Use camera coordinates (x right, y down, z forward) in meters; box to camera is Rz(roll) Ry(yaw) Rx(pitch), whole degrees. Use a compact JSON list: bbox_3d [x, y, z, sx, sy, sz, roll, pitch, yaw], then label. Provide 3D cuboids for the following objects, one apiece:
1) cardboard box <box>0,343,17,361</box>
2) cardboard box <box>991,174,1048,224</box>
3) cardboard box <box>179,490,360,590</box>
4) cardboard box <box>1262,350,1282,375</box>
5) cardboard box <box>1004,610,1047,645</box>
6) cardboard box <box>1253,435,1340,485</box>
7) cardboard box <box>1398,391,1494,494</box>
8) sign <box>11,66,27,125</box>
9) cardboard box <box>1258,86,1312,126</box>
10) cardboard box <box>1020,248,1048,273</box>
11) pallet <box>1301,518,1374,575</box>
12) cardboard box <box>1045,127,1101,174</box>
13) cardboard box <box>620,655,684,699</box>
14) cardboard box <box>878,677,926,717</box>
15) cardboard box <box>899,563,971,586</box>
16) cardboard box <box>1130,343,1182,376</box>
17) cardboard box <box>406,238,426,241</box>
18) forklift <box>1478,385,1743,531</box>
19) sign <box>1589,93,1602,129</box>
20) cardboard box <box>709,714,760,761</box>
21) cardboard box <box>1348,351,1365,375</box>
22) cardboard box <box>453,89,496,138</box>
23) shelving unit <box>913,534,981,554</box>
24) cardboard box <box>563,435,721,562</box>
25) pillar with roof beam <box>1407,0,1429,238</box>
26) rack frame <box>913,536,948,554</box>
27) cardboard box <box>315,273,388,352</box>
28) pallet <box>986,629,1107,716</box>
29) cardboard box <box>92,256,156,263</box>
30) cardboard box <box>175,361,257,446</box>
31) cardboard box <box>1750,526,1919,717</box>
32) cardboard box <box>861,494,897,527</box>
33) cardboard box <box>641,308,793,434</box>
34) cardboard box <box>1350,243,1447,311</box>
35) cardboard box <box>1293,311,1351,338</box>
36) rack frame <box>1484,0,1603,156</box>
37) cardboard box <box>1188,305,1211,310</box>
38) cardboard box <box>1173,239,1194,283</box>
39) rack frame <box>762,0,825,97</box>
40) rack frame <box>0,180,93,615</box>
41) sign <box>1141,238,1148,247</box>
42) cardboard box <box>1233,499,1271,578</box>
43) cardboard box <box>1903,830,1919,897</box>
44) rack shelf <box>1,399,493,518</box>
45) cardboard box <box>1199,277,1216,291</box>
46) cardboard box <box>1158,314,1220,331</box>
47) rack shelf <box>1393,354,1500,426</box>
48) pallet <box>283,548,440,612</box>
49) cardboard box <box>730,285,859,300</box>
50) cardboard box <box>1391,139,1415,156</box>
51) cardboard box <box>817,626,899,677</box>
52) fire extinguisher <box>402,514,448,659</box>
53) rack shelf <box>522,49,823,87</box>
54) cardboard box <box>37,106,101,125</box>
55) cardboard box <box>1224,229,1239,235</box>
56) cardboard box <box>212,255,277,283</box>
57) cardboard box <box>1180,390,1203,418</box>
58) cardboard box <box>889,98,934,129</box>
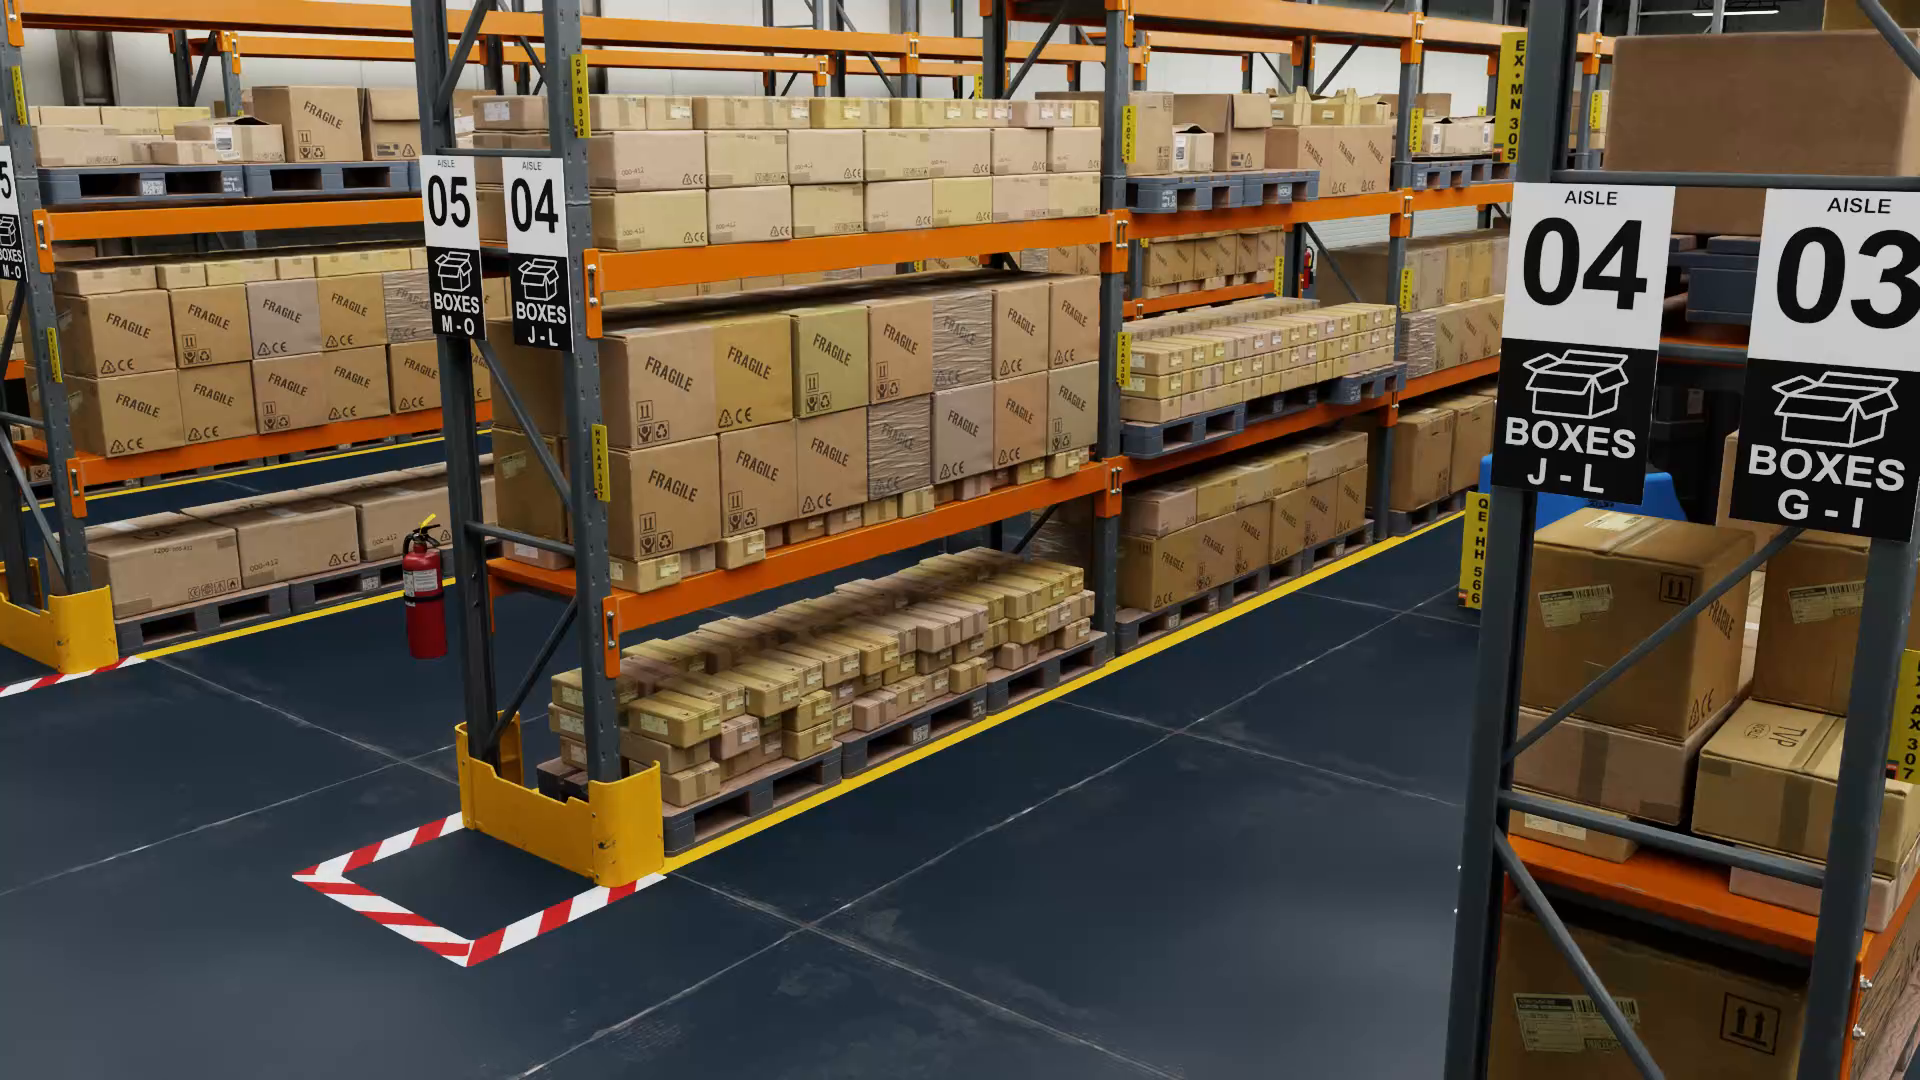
[{"bbox_3d":[-8.459,-1.644,14.513,0.380,0.149,0.250,11,18,36],"label":"cardboard box"},{"bbox_3d":[0.142,-1.910,9.261,0.500,0.250,0.500,11,18,37],"label":"cardboard box"},{"bbox_3d":[-4.959,-0.019,11.957,0.875,0.438,0.875,12,18,39],"label":"cardboard box"},{"bbox_3d":[1.989,-1.241,11.467,0.380,0.149,0.250,11,18,37],"label":"cardboard box"},{"bbox_3d":[0.297,0.493,9.923,0.380,0.149,0.250,10,18,36],"label":"cardboard box"},{"bbox_3d":[2.542,-0.610,12.632,0.500,0.250,0.500,12,18,38],"label":"cardboard box"},{"bbox_3d":[4.077,-0.908,14.822,1.050,0.750,0.750,12,18,38],"label":"cardboard box"},{"bbox_3d":[-5.437,-2.568,9.610,0.100,0.325,0.005,11,18,38],"label":"sign"},{"bbox_3d":[2.232,-3.030,11.610,0.396,0.266,0.258,11,18,38],"label":"cardboard box"},{"bbox_3d":[0.597,-3.016,17.742,0.500,0.500,0.500,10,18,35],"label":"cardboard box"},{"bbox_3d":[2.585,-0.023,13.286,1.003,0.211,1.213,11,18,38],"label":"pallet"},{"bbox_3d":[0.471,-2.254,9.601,0.500,0.250,0.500,10,17,35],"label":"cardboard box"},{"bbox_3d":[-1.613,0.718,8.434,0.380,0.149,0.250,12,18,39],"label":"cardboard box"},{"bbox_3d":[-0.411,0.837,9.174,0.380,0.149,0.250,11,18,38],"label":"cardboard box"},{"bbox_3d":[-0.154,0.265,10.216,0.380,0.149,0.250,11,18,37],"label":"cardboard box"},{"bbox_3d":[1.168,-1.133,10.439,0.380,0.149,0.250,12,19,40],"label":"cardboard box"},{"bbox_3d":[-4.027,-2.225,12.738,0.380,0.149,0.250,11,18,37],"label":"cardboard box"},{"bbox_3d":[5.184,-1.002,11.613,3.031,2.935,1.130,-6,15,-21],"label":"forklift"},{"bbox_3d":[6.019,-4.065,15.752,0.100,0.325,0.005,11,18,38],"label":"sign"},{"bbox_3d":[-1.206,0.937,8.174,0.380,0.149,0.250,11,18,37],"label":"cardboard box"},{"bbox_3d":[2.806,-1.344,12.478,0.380,0.149,0.250,12,18,38],"label":"cardboard box"},{"bbox_3d":[-3.884,-3.179,12.694,0.500,0.500,0.500,12,18,38],"label":"cardboard box"},{"bbox_3d":[-0.104,-0.986,13.240,0.431,2.100,0.503,11,18,38],"label":"shelving unit"},{"bbox_3d":[-1.454,-0.228,7.622,0.500,0.500,0.500,12,19,40],"label":"cardboard box"},{"bbox_3d":[13.851,-10.265,35.755,9.100,9.000,0.400,11,18,38],"label":"pillar with roof beam"},{"bbox_3d":[-0.257,-0.939,13.056,0.400,2.100,0.015,11,18,38],"label":"rack frame"},{"bbox_3d":[-4.392,-1.615,11.656,0.500,0.500,0.500,11,18,38],"label":"cardboard box"},{"bbox_3d":[0.168,0.727,10.331,1.003,0.211,1.213,11,18,38],"label":"pallet"},{"bbox_3d":[-5.557,-1.801,11.069,0.380,0.149,0.250,11,18,37],"label":"cardboard box"},{"bbox_3d":[-5.043,-0.936,11.013,0.500,0.500,0.500,11,18,37],"label":"cardboard box"},{"bbox_3d":[2.669,0.214,4.867,0.500,0.500,0.500,11,18,36],"label":"cardboard box"},{"bbox_3d":[-0.552,-0.188,8.783,0.380,0.149,0.250,12,19,40],"label":"cardboard box"},{"bbox_3d":[-1.150,-0.812,7.889,0.500,0.500,0.500,12,19,39],"label":"cardboard box"},{"bbox_3d":[3.684,-2.239,14.110,0.700,0.500,0.500,11,18,37],"label":"cardboard box"},{"bbox_3d":[2.636,-1.580,12.200,0.380,0.149,0.250,12,19,39],"label":"cardboard box"},{"bbox_3d":[5.591,-5.198,15.808,1.000,3.000,0.127,11,18,38],"label":"rack frame"},{"bbox_3d":[2.872,-2.822,20.532,0.380,0.149,0.250,13,19,41],"label":"cardboard box"},{"bbox_3d":[2.468,-3.371,19.991,0.500,0.500,0.500,11,18,37],"label":"cardboard box"},{"bbox_3d":[-2.186,-6.712,21.768,1.000,3.000,0.127,11,18,38],"label":"rack frame"},{"bbox_3d":[-5.865,-0.739,10.440,1.000,3.000,0.127,11,18,38],"label":"rack frame"},{"bbox_3d":[2.111,-3.513,19.008,0.100,0.325,0.005,11,18,38],"label":"sign"},{"bbox_3d":[1.884,-0.055,11.970,0.500,0.500,0.500,12,18,38],"label":"cardboard box"},{"bbox_3d":[2.483,0.850,4.695,0.380,0.149,0.250,11,18,37],"label":"cardboard box"},{"bbox_3d":[-4.608,-0.773,12.036,1.077,0.370,4.000,11,18,38],"label":"rack shelf"},{"bbox_3d":[2.936,-3.170,20.518,0.380,0.149,0.250,11,18,38],"label":"cardboard box"},{"bbox_3d":[1.651,-1.537,12.029,0.380,0.149,0.250,11,18,37],"label":"cardboard box"},{"bbox_3d":[4.334,-1.559,15.128,1.077,0.370,4.000,11,18,38],"label":"rack shelf"},{"bbox_3d":[-4.656,0.215,12.349,1.003,0.211,1.213,11,18,38],"label":"pallet"},{"bbox_3d":[-0.889,-1.095,9.005,0.500,0.500,0.500,10,18,36],"label":"cardboard box"},{"bbox_3d":[3.411,-3.148,13.283,0.380,0.149,0.250,10,18,35],"label":"cardboard box"},{"bbox_3d":[-0.546,0.595,8.919,0.380,0.149,0.250,12,18,38],"label":"cardboard box"},{"bbox_3d":[-2.468,0.203,7.647,0.296,0.674,0.183,11,18,38],"label":"fire extinguisher"},{"bbox_3d":[-3.443,-5.787,20.398,1.077,0.370,4.000,11,18,38],"label":"rack shelf"},{"bbox_3d":[-7.981,-3.712,14.735,0.500,0.250,0.500,12,18,39],"label":"cardboard box"},{"bbox_3d":[3.054,-4.065,20.696,0.700,0.500,0.500,11,18,37],"label":"cardboard box"},{"bbox_3d":[-4.789,-1.816,11.130,0.380,0.149,0.250,11,18,38],"label":"cardboard box"},{"bbox_3d":[1.338,-0.898,10.724,0.380,0.149,0.250,12,18,38],"label":"cardboard box"},{"bbox_3d":[-0.357,-2.169,8.458,0.380,0.149,0.250,11,18,37],"label":"cardboard box"}]
